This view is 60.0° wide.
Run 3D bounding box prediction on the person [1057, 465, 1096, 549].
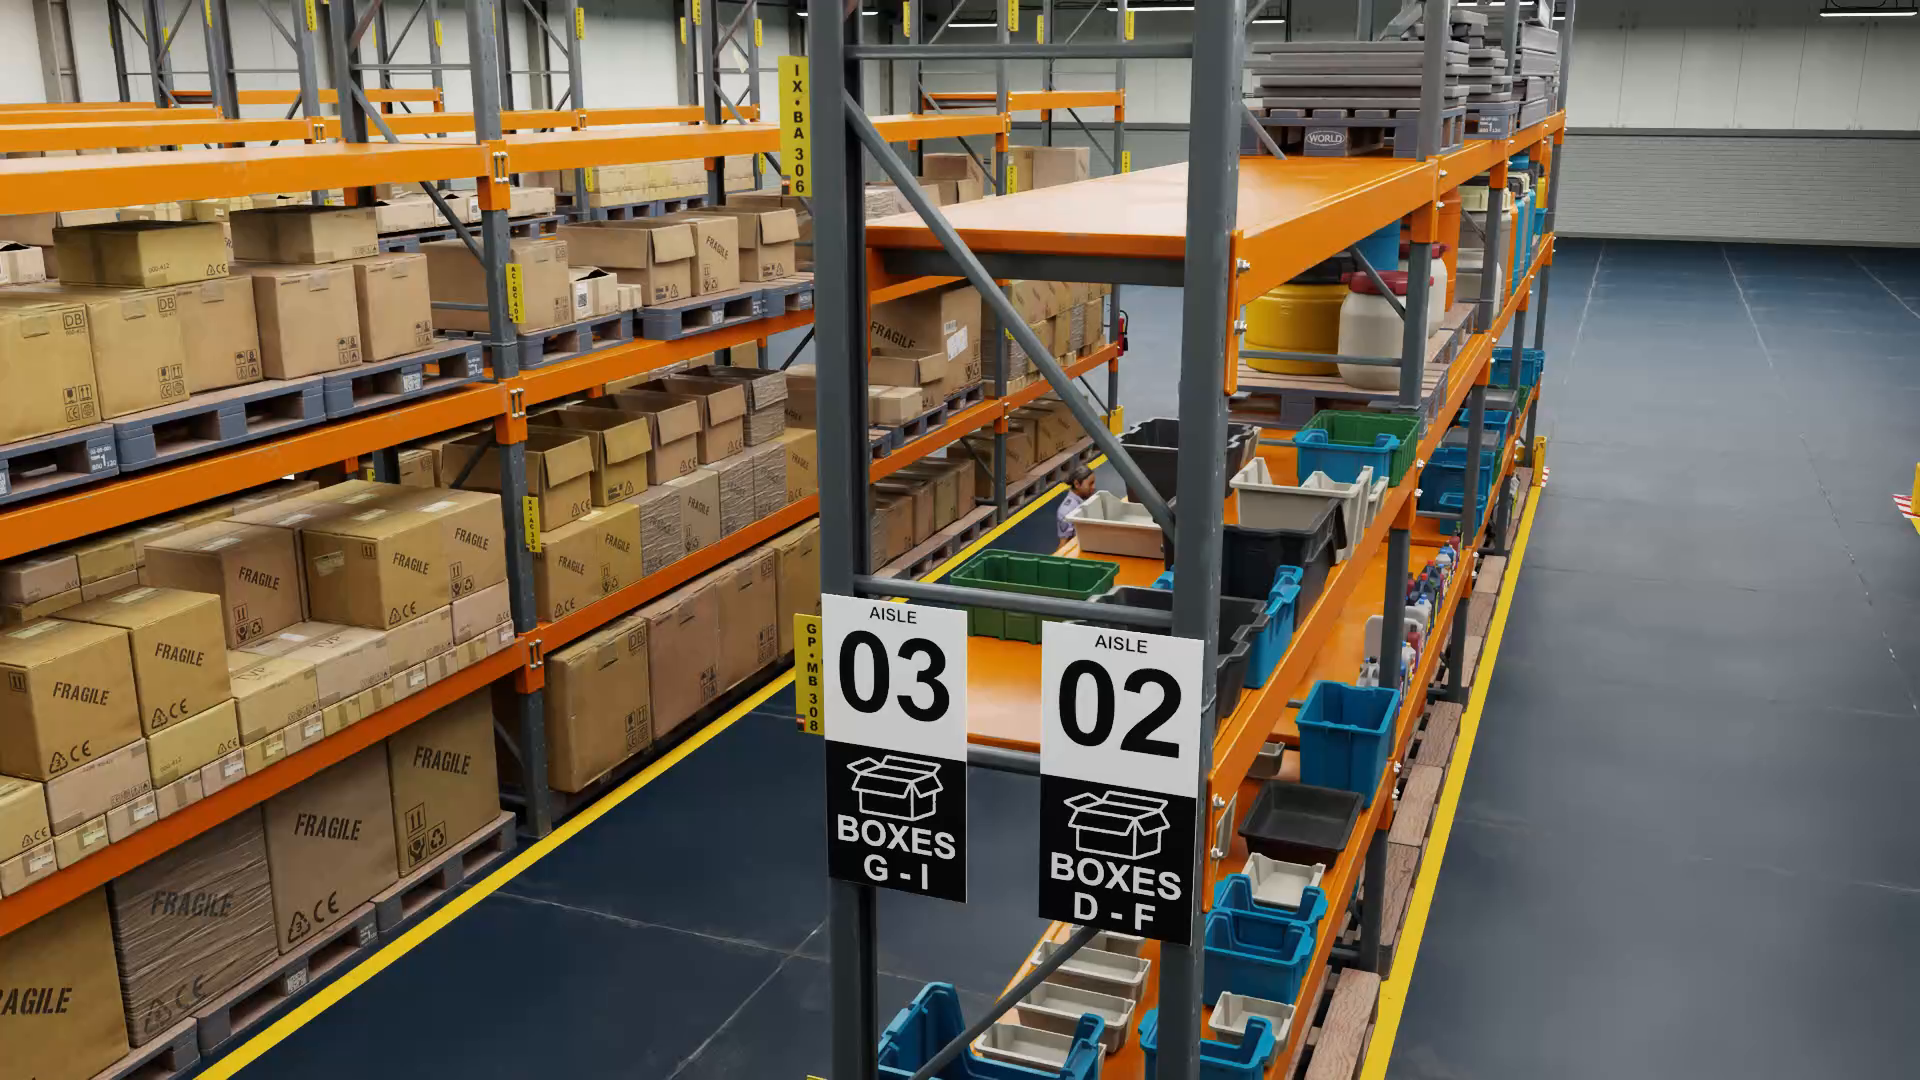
[{"bbox_3d":[0.965,0.247,12.660,0.487,1.667,0.544,8,17,25],"label":"person"}]
